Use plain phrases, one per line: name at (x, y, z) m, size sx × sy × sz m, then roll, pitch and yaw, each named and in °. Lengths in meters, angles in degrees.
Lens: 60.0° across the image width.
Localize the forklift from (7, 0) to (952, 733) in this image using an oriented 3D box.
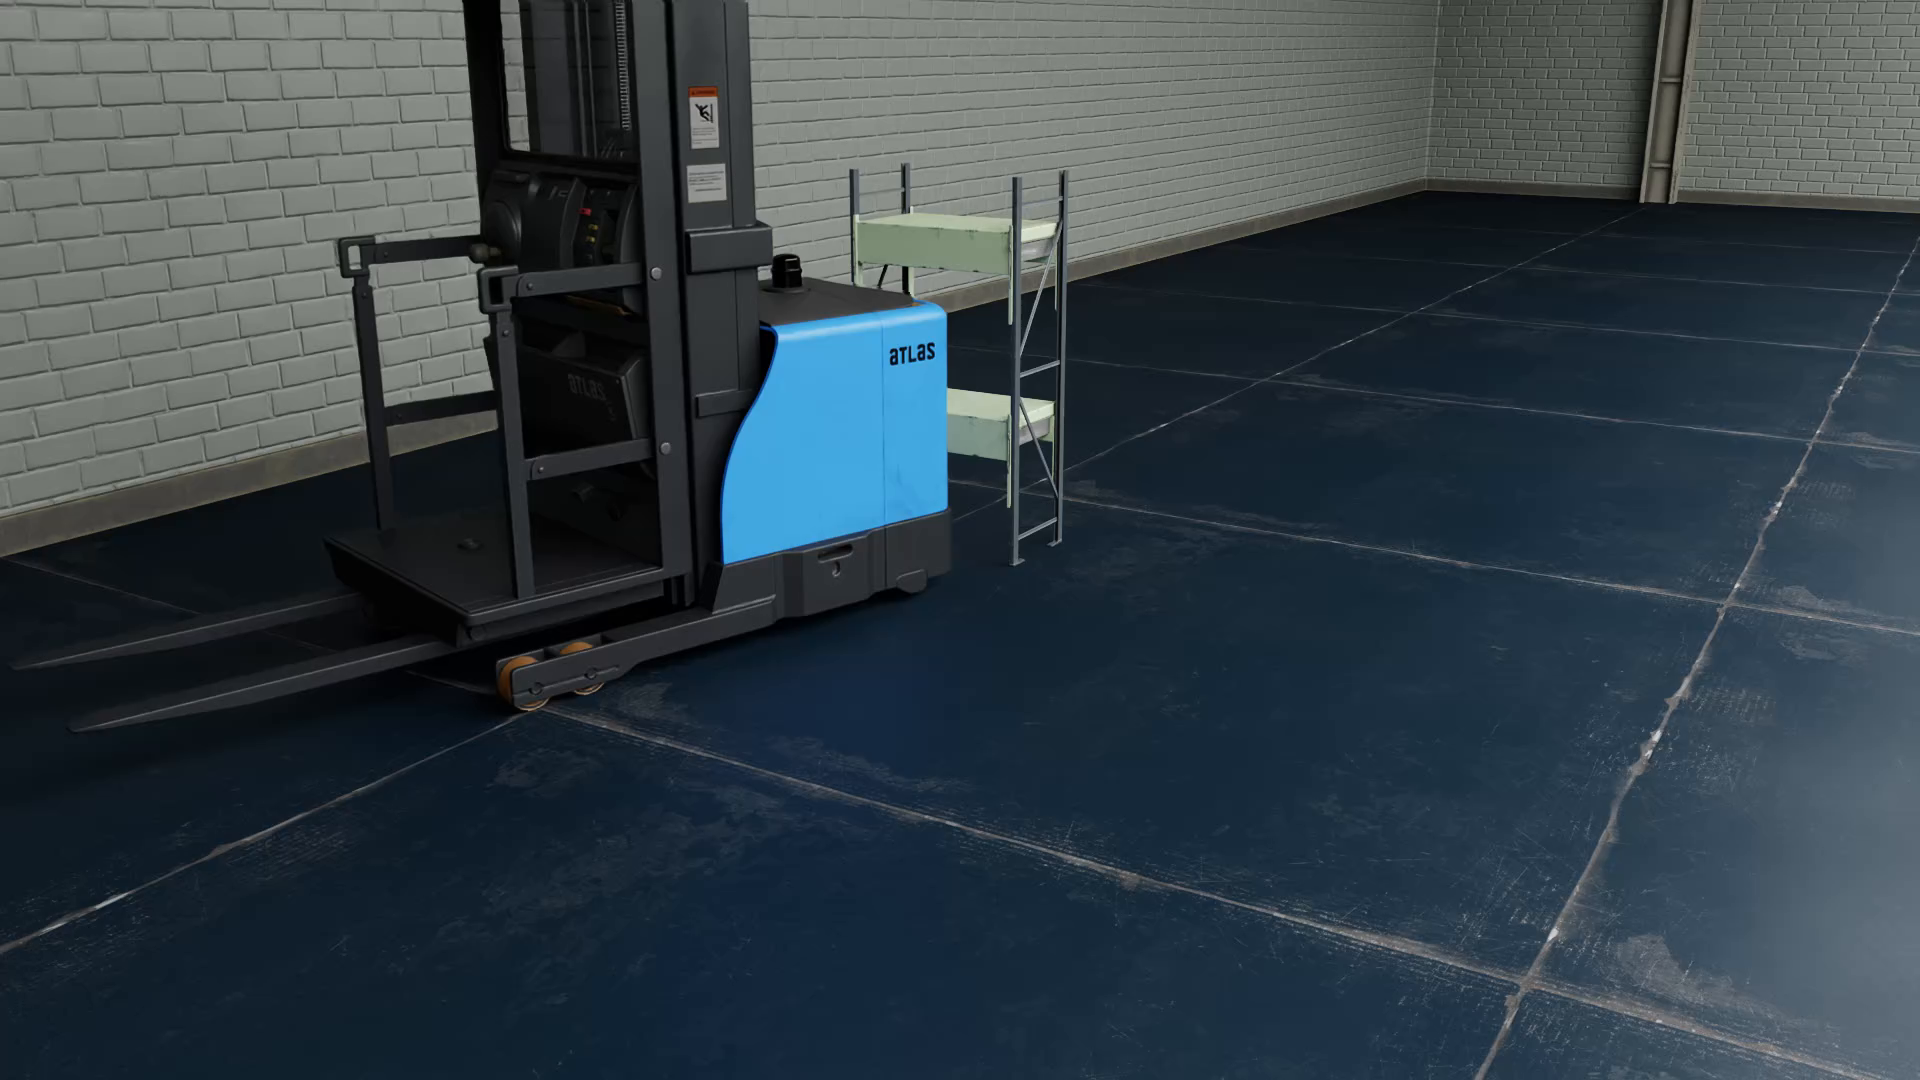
forklift at (-1.465, -1.044, 5.276) m, size 3.031 × 2.935 × 1.130 m, roll -15°, pitch 22°, yaw -40°

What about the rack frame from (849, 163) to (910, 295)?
rack frame at (-0.318, -0.774, 6.850) m, size 0.023 × 1.500 × 0.400 m, roll 10°, pitch 20°, yaw 30°

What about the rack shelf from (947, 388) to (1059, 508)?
rack shelf at (-0.006, -0.407, 6.761) m, size 0.720 × 0.370 × 0.431 m, roll 10°, pitch 20°, yaw 30°

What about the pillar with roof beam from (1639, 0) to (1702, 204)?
pillar with roof beam at (6.479, -7.469, 15.986) m, size 0.400 × 9.000 × 9.100 m, roll 10°, pitch 20°, yaw 30°

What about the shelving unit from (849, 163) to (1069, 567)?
shelving unit at (-0.006, -0.719, 6.667) m, size 0.755 × 1.500 × 0.431 m, roll 10°, pitch 20°, yaw 30°

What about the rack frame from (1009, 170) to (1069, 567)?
rack frame at (0.306, -0.663, 6.483) m, size 0.023 × 1.500 × 0.400 m, roll 10°, pitch 20°, yaw 30°

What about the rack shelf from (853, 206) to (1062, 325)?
rack shelf at (-0.006, -1.092, 6.553) m, size 0.720 × 0.370 × 0.431 m, roll 10°, pitch 20°, yaw 30°
